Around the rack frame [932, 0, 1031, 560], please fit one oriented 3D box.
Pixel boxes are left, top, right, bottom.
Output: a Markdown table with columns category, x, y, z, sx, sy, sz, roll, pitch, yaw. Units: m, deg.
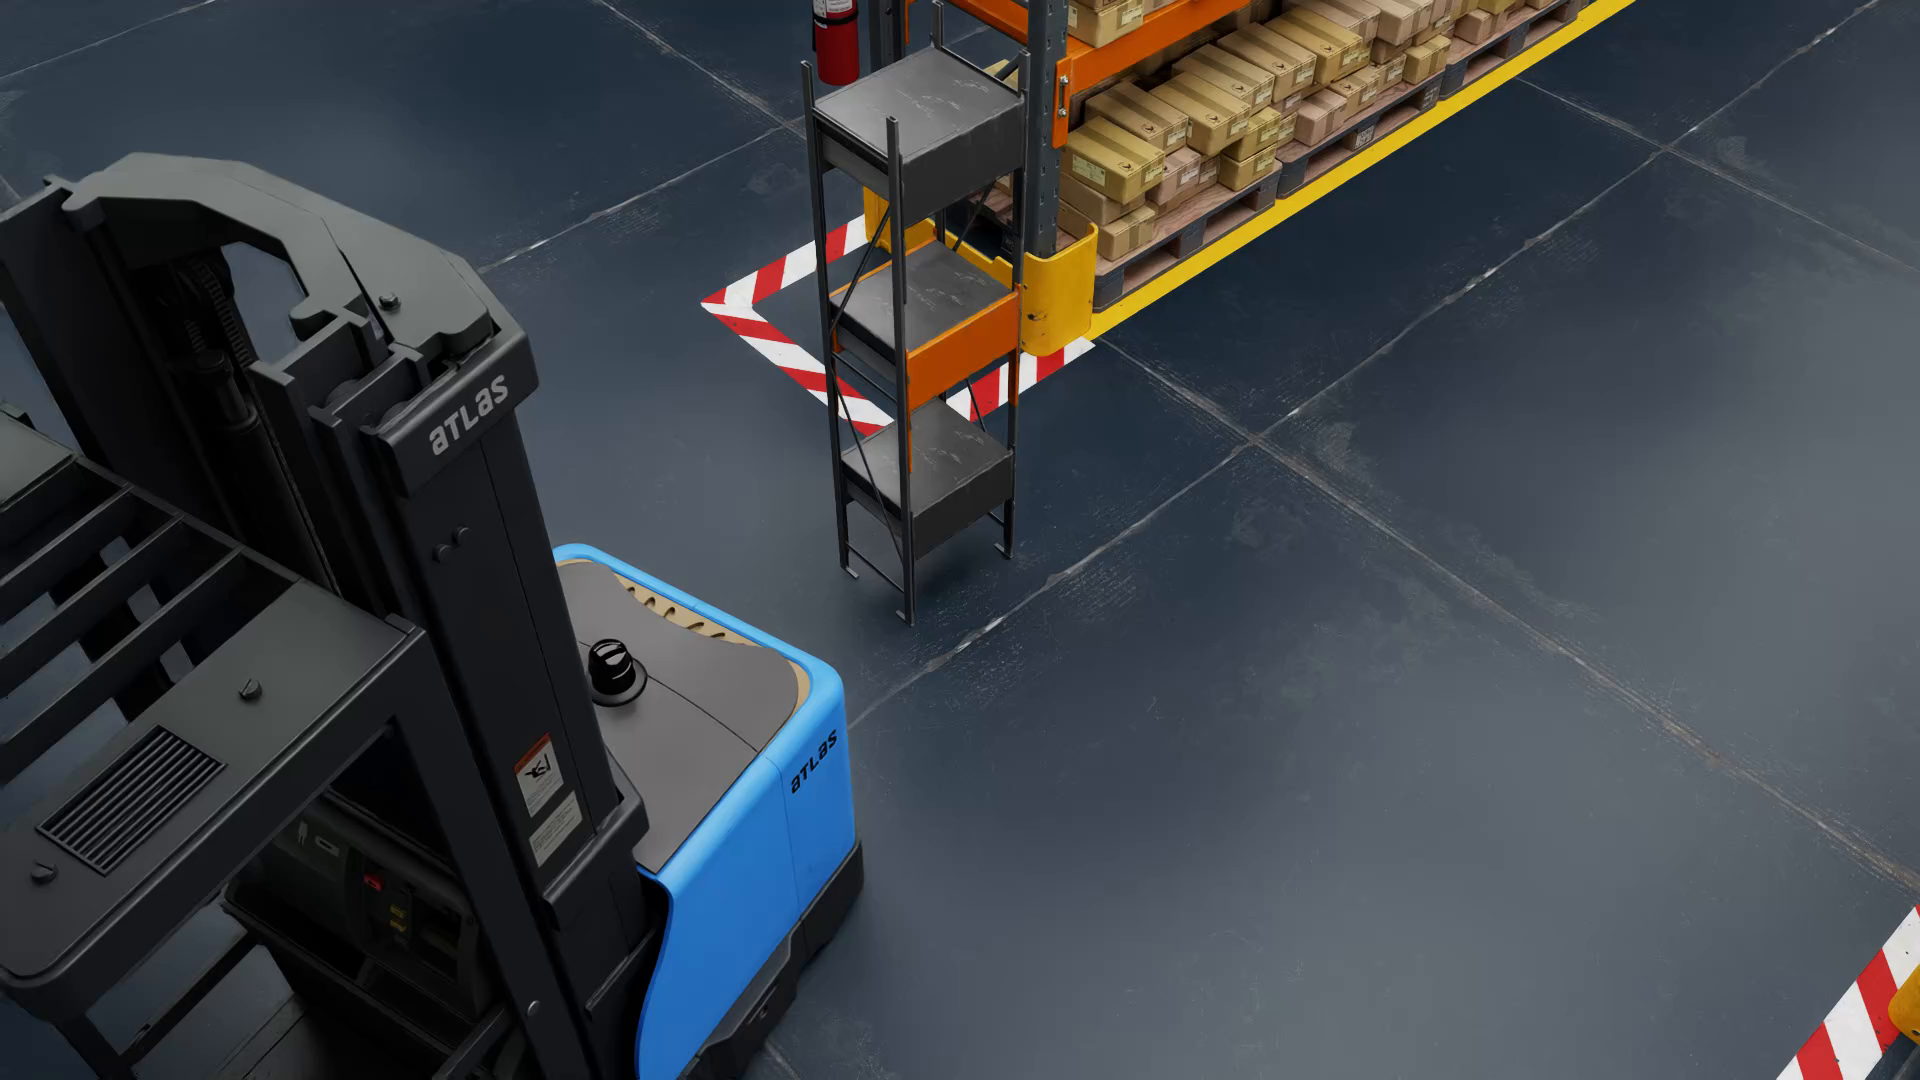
| category | x | y | z | sx | sy | sz | roll | pitch | yaw |
| --- | --- | --- | --- | --- | --- | --- | --- | --- | --- |
| rack frame | 0.058 | -0.751 | 5.514 | 0.015 | 2.100 | 0.400 | -34 | 56 | -27 |

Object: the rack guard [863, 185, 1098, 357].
| category | x | y | z | sx | sy | sz | roll | pitch | yaw |
| --- | --- | --- | --- | --- | --- | --- | --- | --- | --- |
| rack guard | 0.066 | -1.318 | 7.126 | 0.348 | 0.500 | 1.175 | -34 | 56 | -27 |

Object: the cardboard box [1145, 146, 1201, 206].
| category | x | y | z | sx | sy | sz | roll | pitch | yaw |
| --- | --- | --- | --- | --- | --- | --- | --- | --- | --- |
| cardboard box | 0.811 | -1.628 | 7.163 | 0.250 | 0.149 | 0.380 | -34 | 56 | -27 |

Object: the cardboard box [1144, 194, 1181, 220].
| category | x | y | z | sx | sy | sz | roll | pitch | yaw |
| --- | --- | --- | --- | --- | --- | --- | --- | --- | --- |
| cardboard box | 0.751 | -1.562 | 7.305 | 0.250 | 0.149 | 0.380 | -34 | 56 | -27 |

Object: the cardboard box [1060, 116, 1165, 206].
| category | x | y | z | sx | sy | sz | roll | pitch | yaw |
| --- | --- | --- | --- | --- | --- | --- | --- | --- | --- |
| cardboard box | 0.626 | -1.579 | 6.916 | 0.250 | 0.149 | 0.380 | -36 | 57 | -29 |

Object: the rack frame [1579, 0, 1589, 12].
| category | x | y | z | sx | sy | sz | roll | pitch | yaw |
| --- | --- | --- | --- | --- | --- | --- | --- | --- | --- |
| rack frame | 2.969 | -4.105 | 7.997 | 0.127 | 3.000 | 1.000 | -34 | 56 | -27 |

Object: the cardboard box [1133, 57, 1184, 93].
| category | x | y | z | sx | sy | sz | roll | pitch | yaw |
| --- | --- | --- | --- | --- | --- | --- | --- | --- | --- |
| cardboard box | 0.860 | -2.155 | 7.649 | 0.250 | 0.149 | 0.380 | -34 | 56 | -28 |

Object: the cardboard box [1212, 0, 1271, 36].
| category | x | y | z | sx | sy | sz | roll | pitch | yaw |
| --- | --- | --- | --- | --- | --- | --- | --- | --- | --- |
| cardboard box | 1.227 | -2.521 | 7.785 | 0.250 | 0.149 | 0.380 | -36 | 57 | -28 |

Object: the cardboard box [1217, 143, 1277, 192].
| category | x | y | z | sx | sy | sz | roll | pitch | yaw |
| --- | --- | --- | --- | --- | --- | --- | --- | --- | --- |
| cardboard box | 1.193 | -1.756 | 7.483 | 0.250 | 0.149 | 0.380 | -33 | 55 | -27 |

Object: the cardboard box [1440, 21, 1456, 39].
| category | x | y | z | sx | sy | sz | roll | pitch | yaw |
| --- | --- | --- | --- | --- | --- | --- | --- | --- | --- |
| cardboard box | 2.231 | -2.589 | 8.252 | 0.250 | 0.149 | 0.380 | -35 | 56 | -28 |

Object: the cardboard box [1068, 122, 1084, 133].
| category | x | y | z | sx | sy | sz | roll | pitch | yaw |
| --- | --- | --- | --- | --- | --- | --- | --- | --- | --- |
| cardboard box | 0.438 | -1.920 | 7.432 | 0.250 | 0.149 | 0.380 | -35 | 56 | -28 |

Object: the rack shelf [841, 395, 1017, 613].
| category | x | y | z | sx | sy | sz | roll | pitch | yaw |
| --- | --- | --- | --- | --- | --- | --- | --- | --- | --- |
| rack shelf | -0.122 | -0.146 | 5.927 | 0.480 | 0.518 | 0.431 | -34 | 56 | -27 |

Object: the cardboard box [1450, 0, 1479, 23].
| category | x | y | z | sx | sy | sz | roll | pitch | yaw |
| --- | --- | --- | --- | --- | --- | --- | --- | --- | --- |
| cardboard box | 2.320 | -2.700 | 8.152 | 0.250 | 0.149 | 0.380 | -33 | 55 | -27 |

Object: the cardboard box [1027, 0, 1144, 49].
| category | x | y | z | sx | sy | sz | roll | pitch | yaw |
| --- | --- | --- | --- | --- | --- | --- | --- | --- | --- |
| cardboard box | 0.470 | -2.024 | 6.248 | 0.250 | 0.149 | 0.380 | -34 | 56 | -27 |

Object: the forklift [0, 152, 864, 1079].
| category | x | y | z | sx | sy | sz | roll | pitch | yaw |
| --- | --- | --- | --- | --- | --- | --- | --- | --- | --- |
| forklift | -1.497 | 0.829 | 3.491 | 1.130 | 2.935 | 3.031 | 24 | 52 | 21 |

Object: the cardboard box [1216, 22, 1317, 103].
| category | x | y | z | sx | sy | sz | roll | pitch | yaw |
| --- | --- | --- | --- | --- | --- | --- | --- | --- | --- |
| cardboard box | 1.361 | -2.136 | 7.429 | 0.250 | 0.149 | 0.380 | -32 | 55 | -26 |

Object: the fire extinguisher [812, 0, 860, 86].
| category | x | y | z | sx | sy | sz | roll | pitch | yaw |
| --- | --- | --- | --- | --- | --- | --- | --- | --- | --- |
| fire extinguisher | -0.487 | -2.101 | 6.454 | 0.183 | 0.674 | 0.296 | -34 | 56 | -27 |

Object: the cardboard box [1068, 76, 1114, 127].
| category | x | y | z | sx | sy | sz | roll | pitch | yaw |
| --- | --- | --- | --- | --- | --- | --- | --- | --- | --- |
| cardboard box | 0.455 | -1.998 | 7.301 | 0.250 | 0.149 | 0.380 | -33 | 55 | -26 |

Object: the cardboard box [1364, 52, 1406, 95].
| category | x | y | z | sx | sy | sz | roll | pitch | yaw |
| --- | --- | --- | --- | --- | --- | --- | --- | --- | --- |
| cardboard box | 1.904 | -2.298 | 7.983 | 0.250 | 0.149 | 0.380 | -33 | 55 | -27 |

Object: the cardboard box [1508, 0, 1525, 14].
| category | x | y | z | sx | sy | sz | roll | pitch | yaw |
| --- | --- | --- | --- | --- | --- | --- | --- | --- | --- |
| cardboard box | 2.660 | -2.819 | 8.464 | 0.250 | 0.149 | 0.380 | -32 | 55 | -26 |

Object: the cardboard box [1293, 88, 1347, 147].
| category | x | y | z | sx | sy | sz | roll | pitch | yaw |
| --- | --- | --- | --- | --- | --- | --- | --- | --- | --- |
| cardboard box | 1.561 | -2.009 | 7.717 | 0.380 | 0.149 | 0.250 | 36 | 57 | 29 |

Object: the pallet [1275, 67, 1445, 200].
| category | x | y | z | sx | sy | sz | roll | pitch | yaw |
| --- | --- | --- | --- | --- | --- | --- | --- | --- | --- |
| pallet | 1.593 | -2.202 | 8.138 | 1.213 | 0.211 | 1.003 | -34 | 56 | -27 |

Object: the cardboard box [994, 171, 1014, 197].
| category | x | y | z | sx | sy | sz | roll | pitch | yaw |
| --- | --- | --- | --- | --- | --- | --- | --- | --- | --- |
| cardboard box | 0.259 | -1.677 | 7.410 | 0.250 | 0.149 | 0.380 | -33 | 55 | -27 |

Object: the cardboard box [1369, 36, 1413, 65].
| category | x | y | z | sx | sy | sz | roll | pitch | yaw |
| --- | --- | --- | --- | --- | --- | --- | --- | --- | --- |
| cardboard box | 1.933 | -2.442 | 7.914 | 0.380 | 0.149 | 0.250 | 36 | 57 | 29 |

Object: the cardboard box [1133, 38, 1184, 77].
| category | x | y | z | sx | sy | sz | roll | pitch | yaw |
| --- | --- | --- | --- | --- | --- | --- | --- | --- | --- |
| cardboard box | 0.796 | -2.288 | 7.570 | 0.250 | 0.149 | 0.380 | -36 | 57 | -28 |

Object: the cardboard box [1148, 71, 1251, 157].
| category | x | y | z | sx | sy | sz | roll | pitch | yaw |
| --- | --- | --- | --- | --- | --- | --- | --- | --- | --- |
| cardboard box | 1.022 | -1.836 | 7.152 | 0.250 | 0.149 | 0.380 | -34 | 56 | -27 |

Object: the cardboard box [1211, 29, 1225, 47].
| category | x | y | z | sx | sy | sz | roll | pitch | yaw |
| --- | --- | --- | --- | --- | --- | --- | --- | --- | --- |
| cardboard box | 1.168 | -2.458 | 7.929 | 0.250 | 0.149 | 0.380 | -31 | 55 | -25 |

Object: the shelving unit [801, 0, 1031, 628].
| category | x | y | z | sx | sy | sz | roll | pitch | yaw |
| --- | --- | --- | --- | --- | --- | --- | --- | --- | --- |
| shelving unit | -0.122 | -0.630 | 5.403 | 0.503 | 2.100 | 0.431 | -34 | 56 | -27 |

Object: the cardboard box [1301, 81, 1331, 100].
| category | x | y | z | sx | sy | sz | roll | pitch | yaw |
| --- | --- | --- | --- | --- | --- | --- | --- | --- | --- |
| cardboard box | 1.500 | -2.205 | 7.695 | 0.250 | 0.149 | 0.380 | -31 | 54 | -25 |

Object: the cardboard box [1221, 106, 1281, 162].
| category | x | y | z | sx | sy | sz | roll | pitch | yaw |
| --- | --- | --- | --- | --- | --- | --- | --- | --- | --- |
| cardboard box | 1.195 | -1.865 | 7.382 | 0.250 | 0.149 | 0.380 | -32 | 55 | -26 |

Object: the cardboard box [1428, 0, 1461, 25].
| category | x | y | z | sx | sy | sz | roll | pitch | yaw |
| --- | --- | --- | --- | --- | --- | --- | --- | --- | --- |
| cardboard box | 2.157 | -2.620 | 7.876 | 0.380 | 0.149 | 0.250 | 36 | 57 | 29 |

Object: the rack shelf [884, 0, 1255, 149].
| category | x | y | z | sx | sy | sz | roll | pitch | yaw |
| --- | --- | --- | --- | --- | --- | --- | --- | --- | --- |
| rack shelf | 1.489 | -2.873 | 7.349 | 4.000 | 0.370 | 1.077 | -34 | 56 | -27 |

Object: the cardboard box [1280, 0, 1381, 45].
| category | x | y | z | sx | sy | sz | roll | pitch | yaw |
| --- | --- | --- | --- | --- | --- | --- | --- | --- | --- |
| cardboard box | 1.708 | -2.417 | 7.689 | 0.250 | 0.149 | 0.380 | -34 | 56 | -27 |
